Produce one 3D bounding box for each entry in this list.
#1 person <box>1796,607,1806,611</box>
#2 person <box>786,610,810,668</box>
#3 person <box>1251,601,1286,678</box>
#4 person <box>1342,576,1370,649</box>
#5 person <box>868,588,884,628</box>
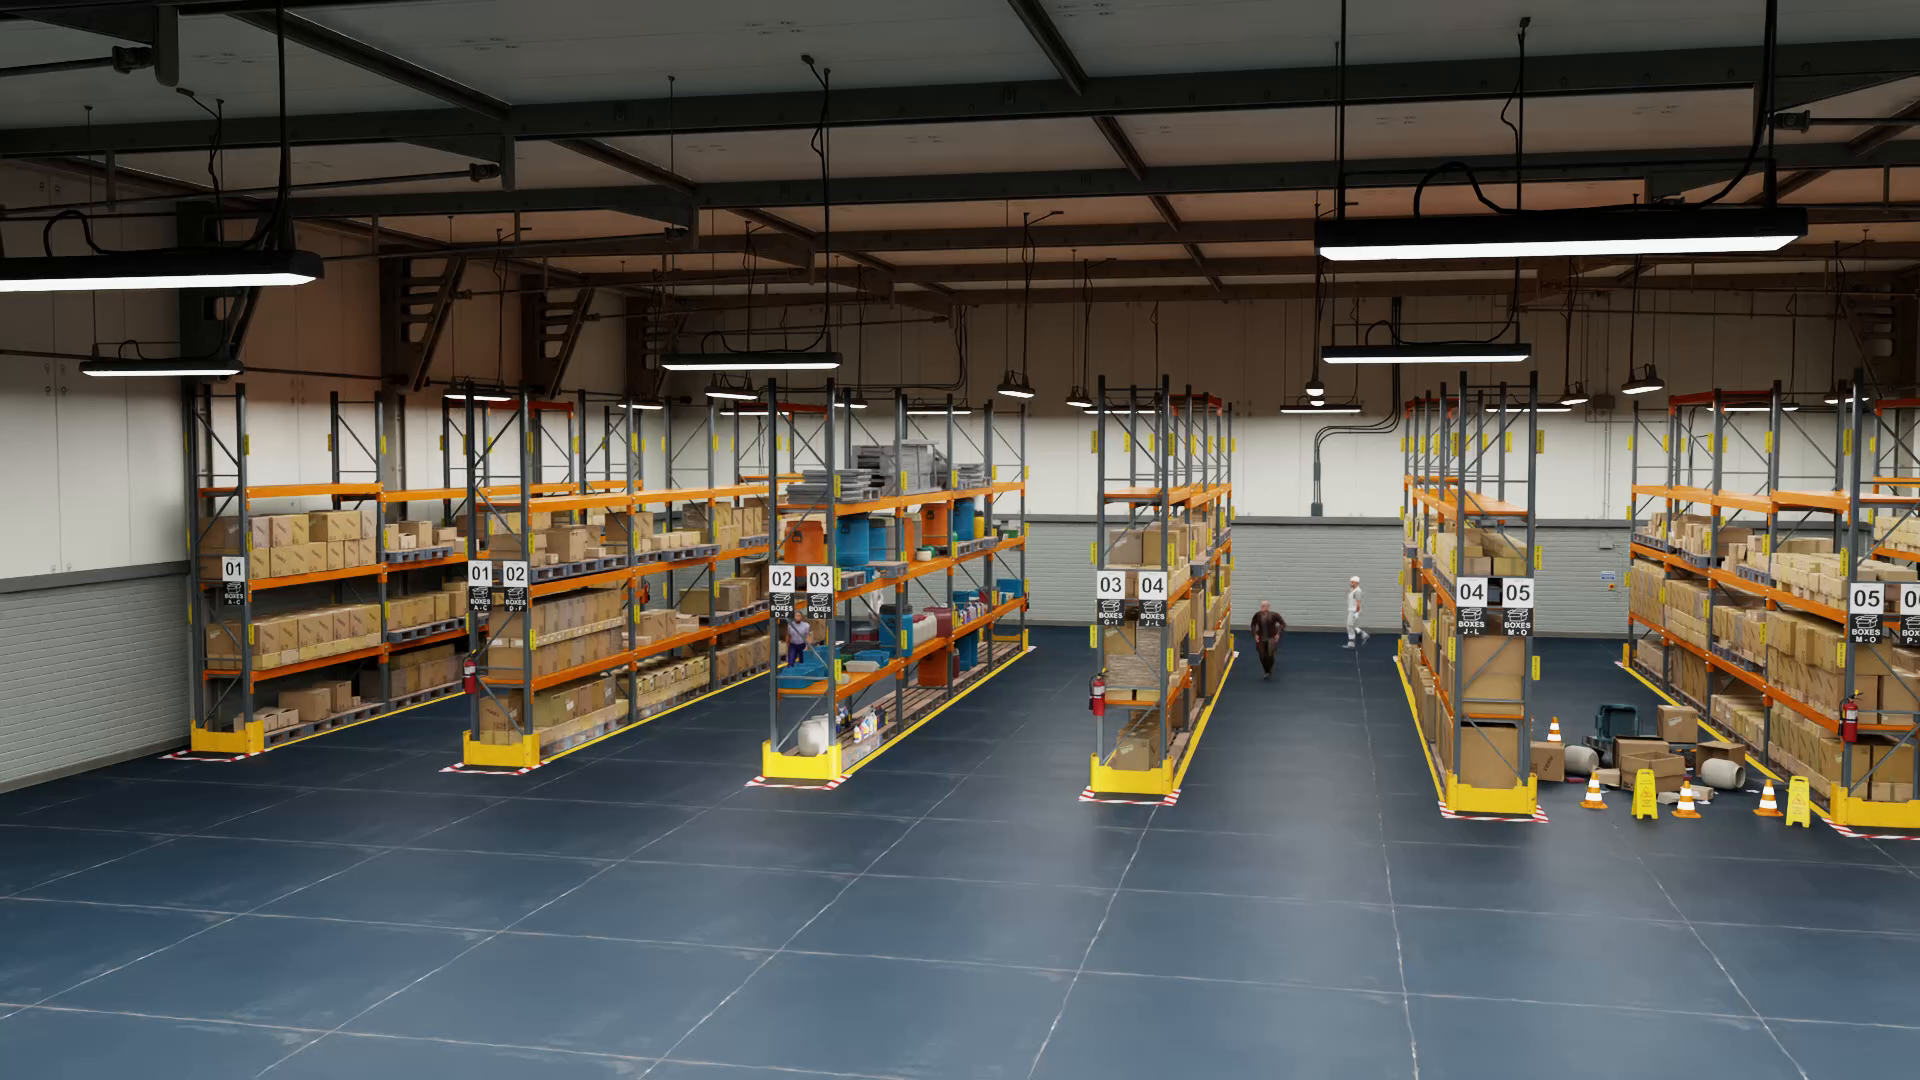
[{"bbox_3d":[18.173,2.065,36.008,0.518,1.795,0.755,-3,4,-39],"label":"person"},{"bbox_3d":[-3.331,2.243,34.021,0.538,1.583,0.964,0,3,-8],"label":"person"},{"bbox_3d":[6.612,2.129,35.667,0.752,1.687,0.626,1,3,20],"label":"person"},{"bbox_3d":[9.702,1.772,40.705,0.683,1.779,0.558,0,3,5],"label":"person"},{"bbox_3d":[-2.014,1.810,40.522,0.540,1.811,0.588,-1,3,-11],"label":"person"}]
